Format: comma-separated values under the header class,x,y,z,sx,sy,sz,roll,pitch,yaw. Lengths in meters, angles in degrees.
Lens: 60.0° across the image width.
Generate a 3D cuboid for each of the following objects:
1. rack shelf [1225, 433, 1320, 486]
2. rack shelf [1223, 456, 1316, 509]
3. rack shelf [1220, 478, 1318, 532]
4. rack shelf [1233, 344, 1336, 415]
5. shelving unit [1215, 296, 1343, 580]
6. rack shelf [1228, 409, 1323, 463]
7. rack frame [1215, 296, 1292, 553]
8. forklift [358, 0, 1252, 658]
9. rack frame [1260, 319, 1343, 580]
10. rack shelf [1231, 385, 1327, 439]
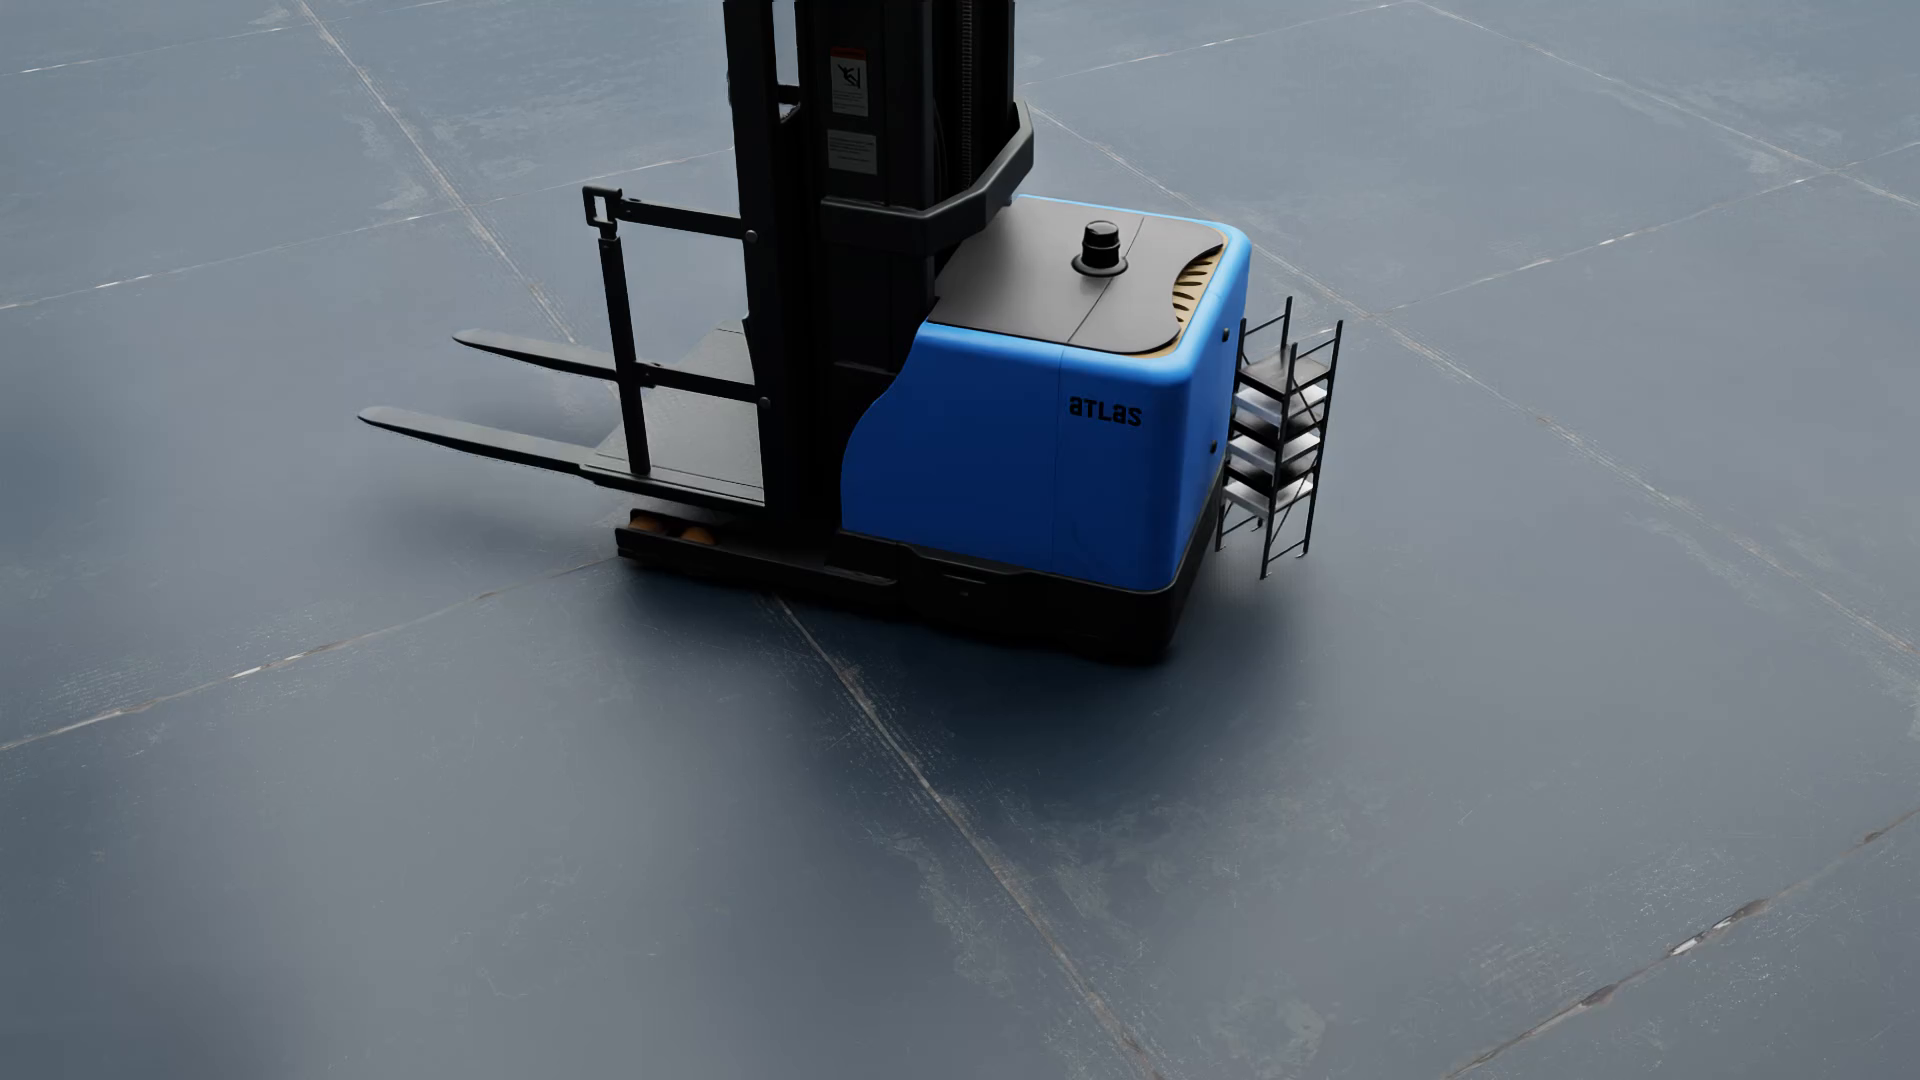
class,x,y,z,sx,sy,sz,roll,pitch,yaw
rack shelf,1.031,-0.295,5.447,0.258,0.077,0.200,-27,44,-32
rack shelf,1.031,-0.222,5.500,0.258,0.077,0.200,-27,44,-32
rack shelf,1.031,-0.149,5.553,0.258,0.077,0.200,-27,44,-32
rack shelf,1.031,-0.513,5.288,0.258,0.077,0.200,-27,44,-32
shelving unit,1.031,-0.321,5.427,0.258,0.900,0.210,-27,44,-32
rack shelf,1.031,-0.367,5.394,0.258,0.077,0.200,-27,44,-32
rack frame,0.965,-0.367,5.489,0.240,0.900,0.006,-27,44,-32
forklift,-0.631,-1.339,5.099,3.031,2.935,1.130,12,38,15
rack frame,1.098,-0.276,5.365,0.240,0.900,0.006,-27,44,-32
rack shelf,1.031,-0.440,5.341,0.258,0.077,0.200,-27,44,-32
